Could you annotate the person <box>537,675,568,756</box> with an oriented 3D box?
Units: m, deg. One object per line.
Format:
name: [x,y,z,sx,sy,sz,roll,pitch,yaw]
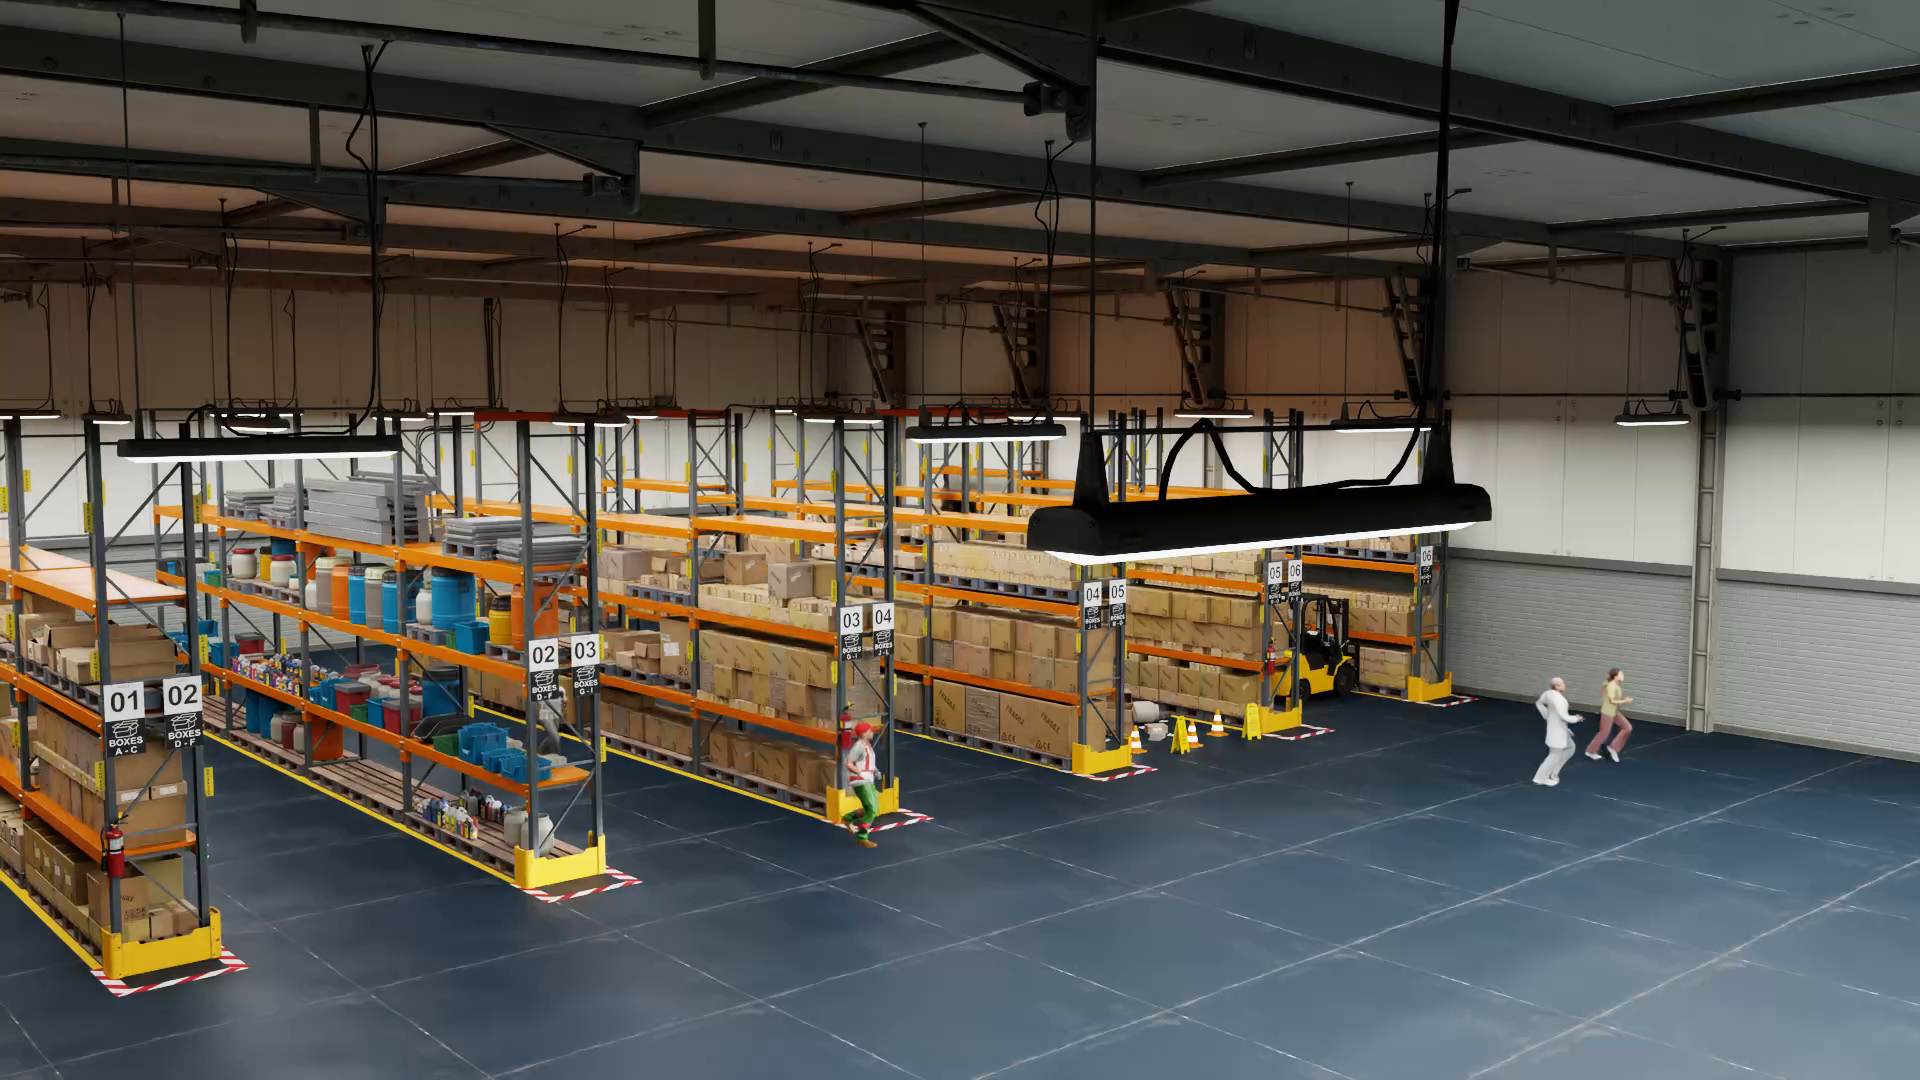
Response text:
person: [-6.913,3.044,28.006,0.832,1.736,0.599,5,7,43]

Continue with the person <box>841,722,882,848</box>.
person: [-1.403,3.425,23.513,0.613,1.708,0.672,1,5,16]

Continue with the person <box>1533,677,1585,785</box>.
person: [9.674,3.089,26.861,0.766,1.763,0.684,1,5,10]

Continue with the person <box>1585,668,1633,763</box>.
person: [11.140,2.991,28.521,0.778,1.648,0.605,3,6,32]
